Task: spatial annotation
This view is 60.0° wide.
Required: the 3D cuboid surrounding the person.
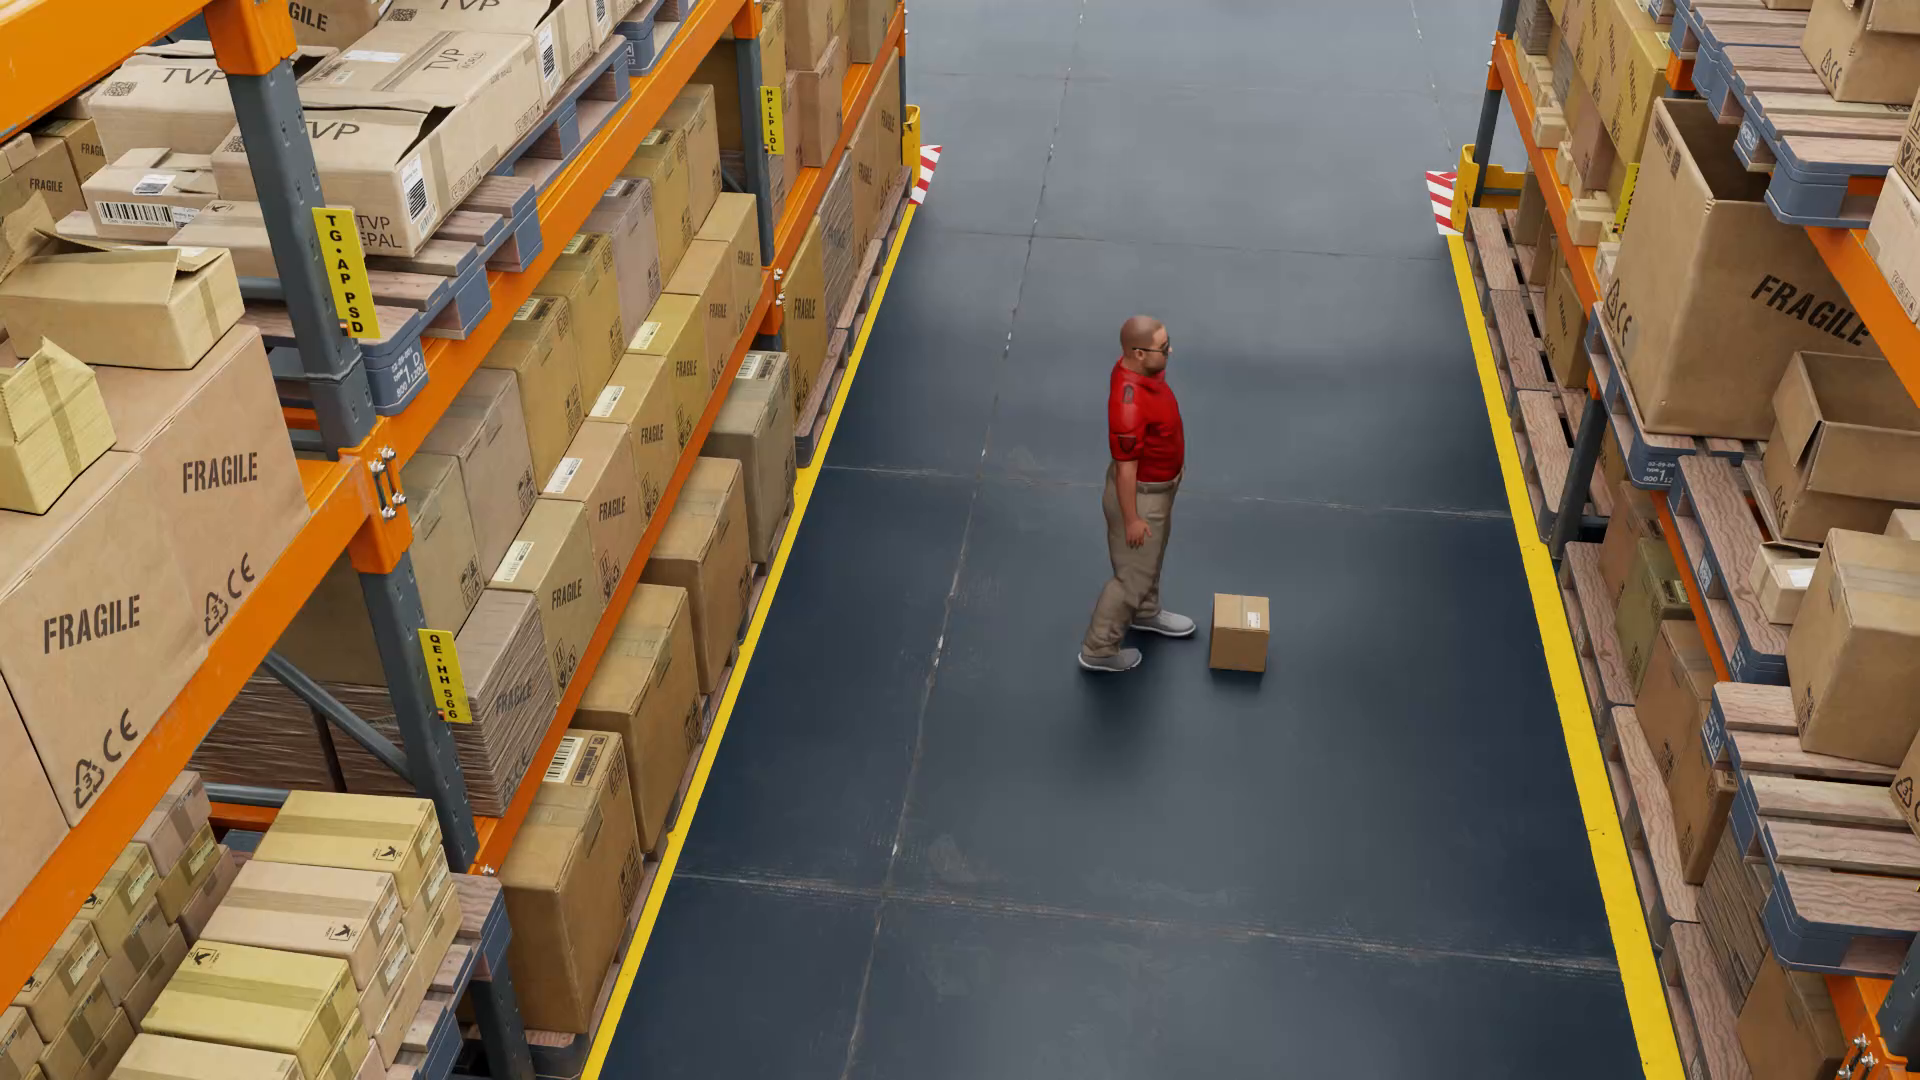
[{"bbox_3d":[0.837,-0.197,7.348,0.527,1.756,0.547,5,36,7],"label":"person"}]
